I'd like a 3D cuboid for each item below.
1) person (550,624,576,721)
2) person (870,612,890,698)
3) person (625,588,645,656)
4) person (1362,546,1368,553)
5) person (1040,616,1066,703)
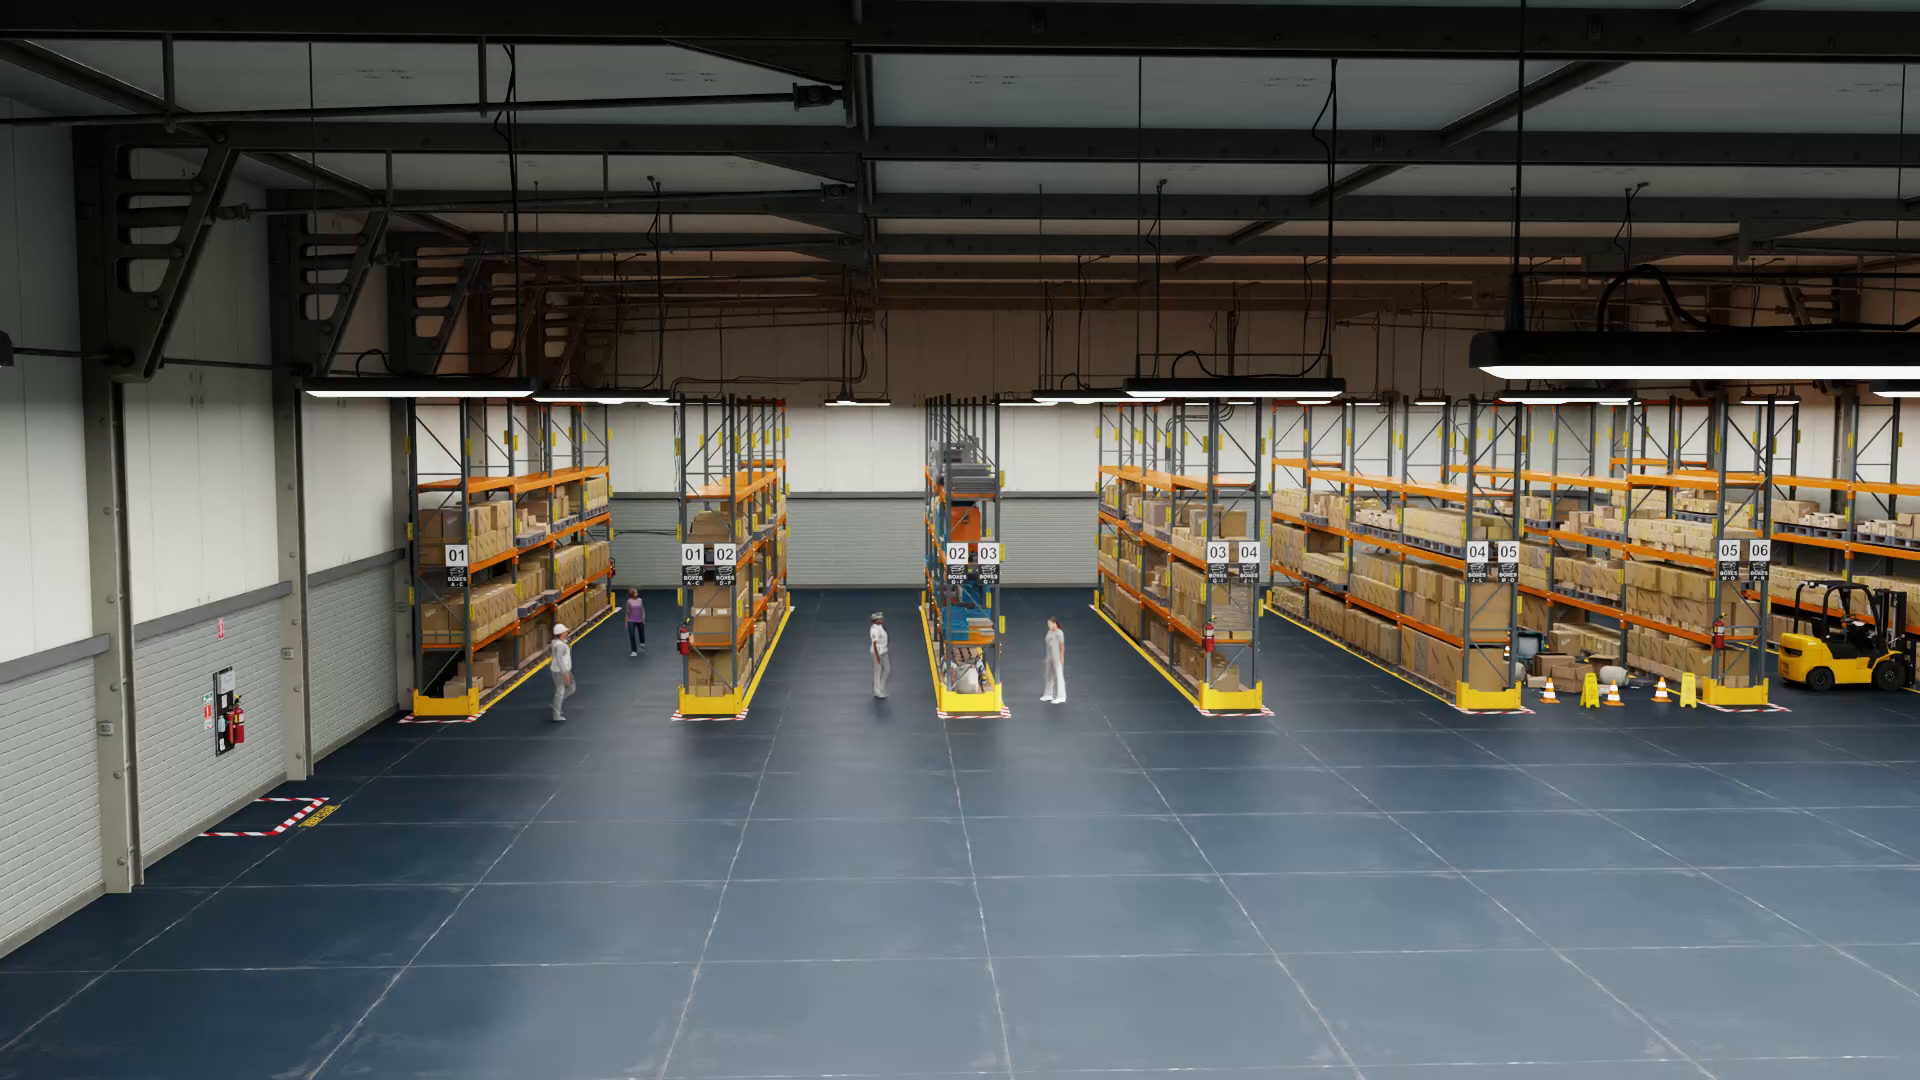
[{"bbox_3d":[-7.355,2.421,30.663,0.519,1.772,0.654,0,5,2],"label":"person"},{"bbox_3d":[-1.591,2.293,33.028,0.380,1.755,0.529,2,5,23],"label":"person"},{"bbox_3d":[-7.526,1.887,38.509,0.439,1.568,0.624,0,5,-5],"label":"person"},{"bbox_3d":[11.977,0.999,49.144,0.920,1.676,0.616,0,5,-4],"label":"person"},{"bbox_3d":[1.803,2.311,32.355,0.407,1.676,0.522,-3,6,-37],"label":"person"}]
